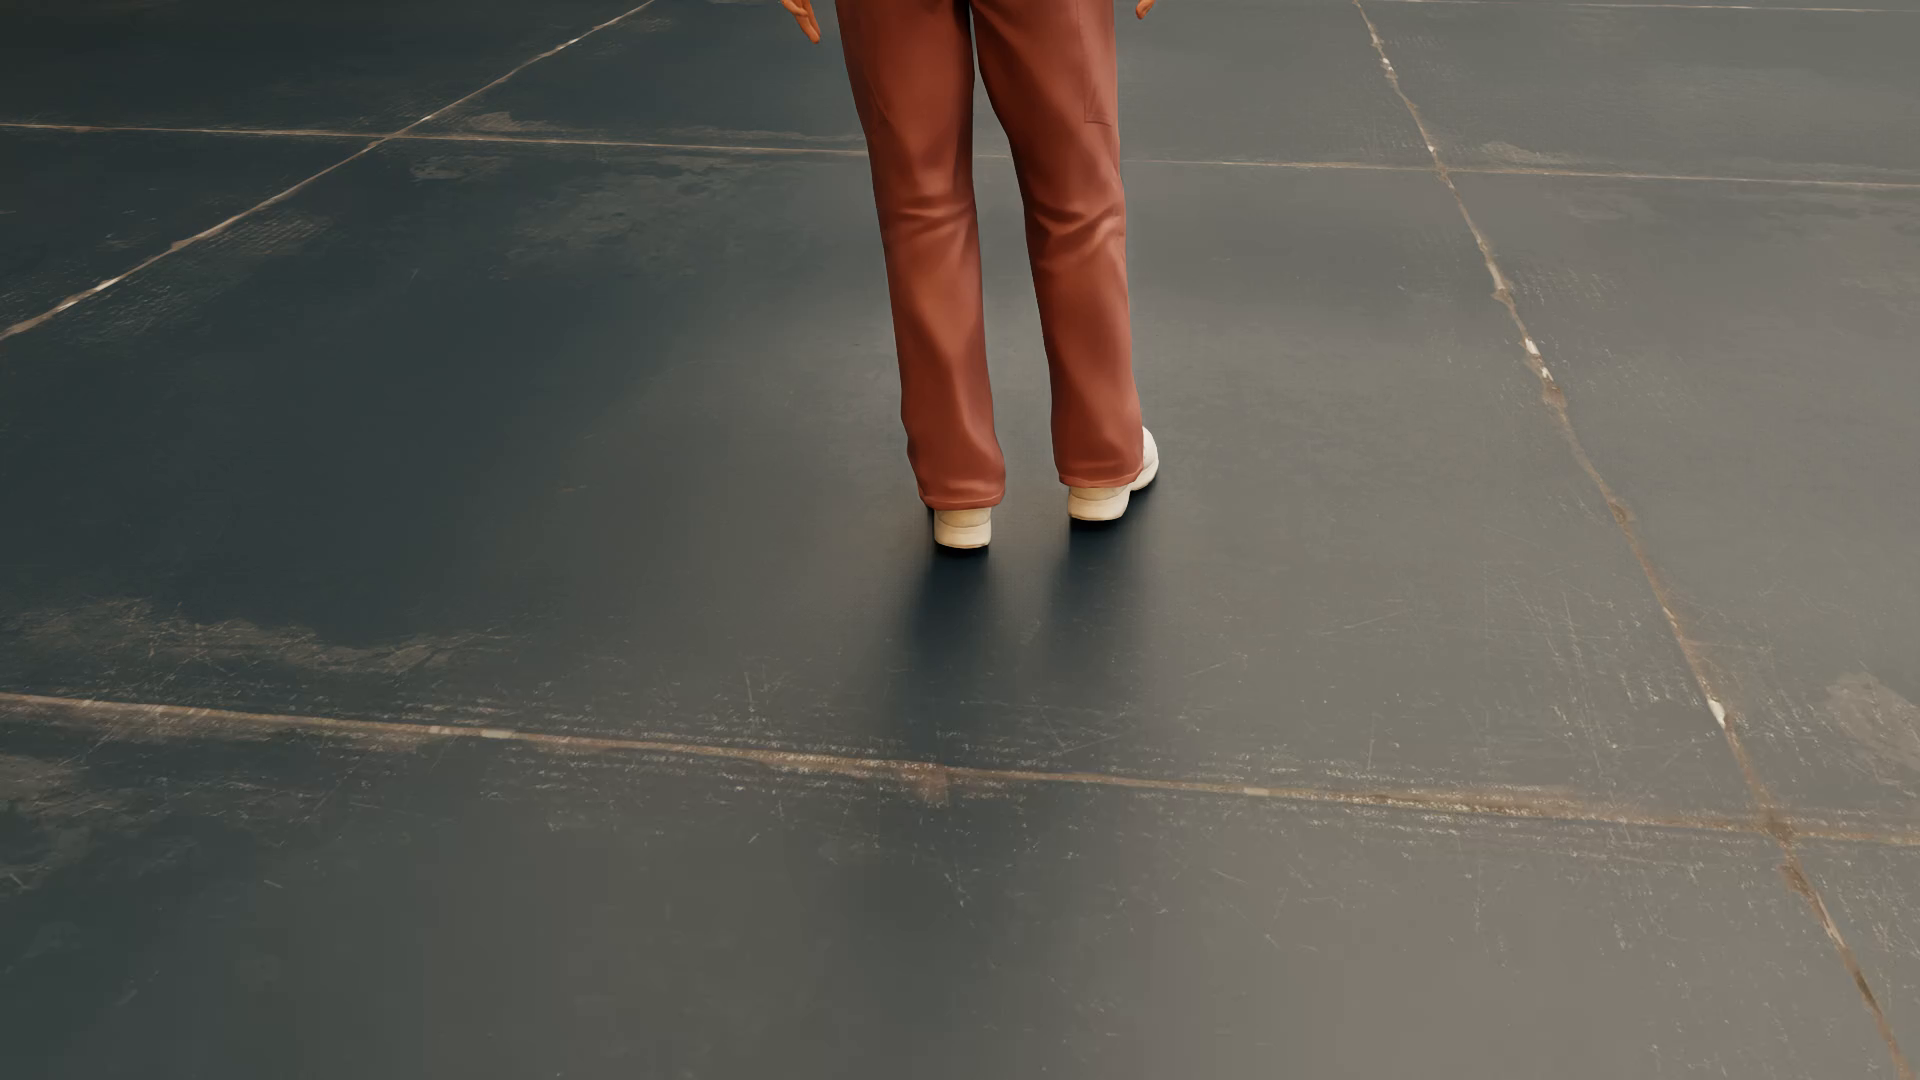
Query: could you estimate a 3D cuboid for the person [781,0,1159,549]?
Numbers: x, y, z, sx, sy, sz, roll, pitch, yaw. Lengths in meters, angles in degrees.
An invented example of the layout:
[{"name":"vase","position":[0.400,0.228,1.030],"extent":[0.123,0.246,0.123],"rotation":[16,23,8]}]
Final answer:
[{"name":"person","position":[0.022,-0.789,2.187],"extent":[0.553,1.673,0.548],"rotation":[3,27,7]}]
